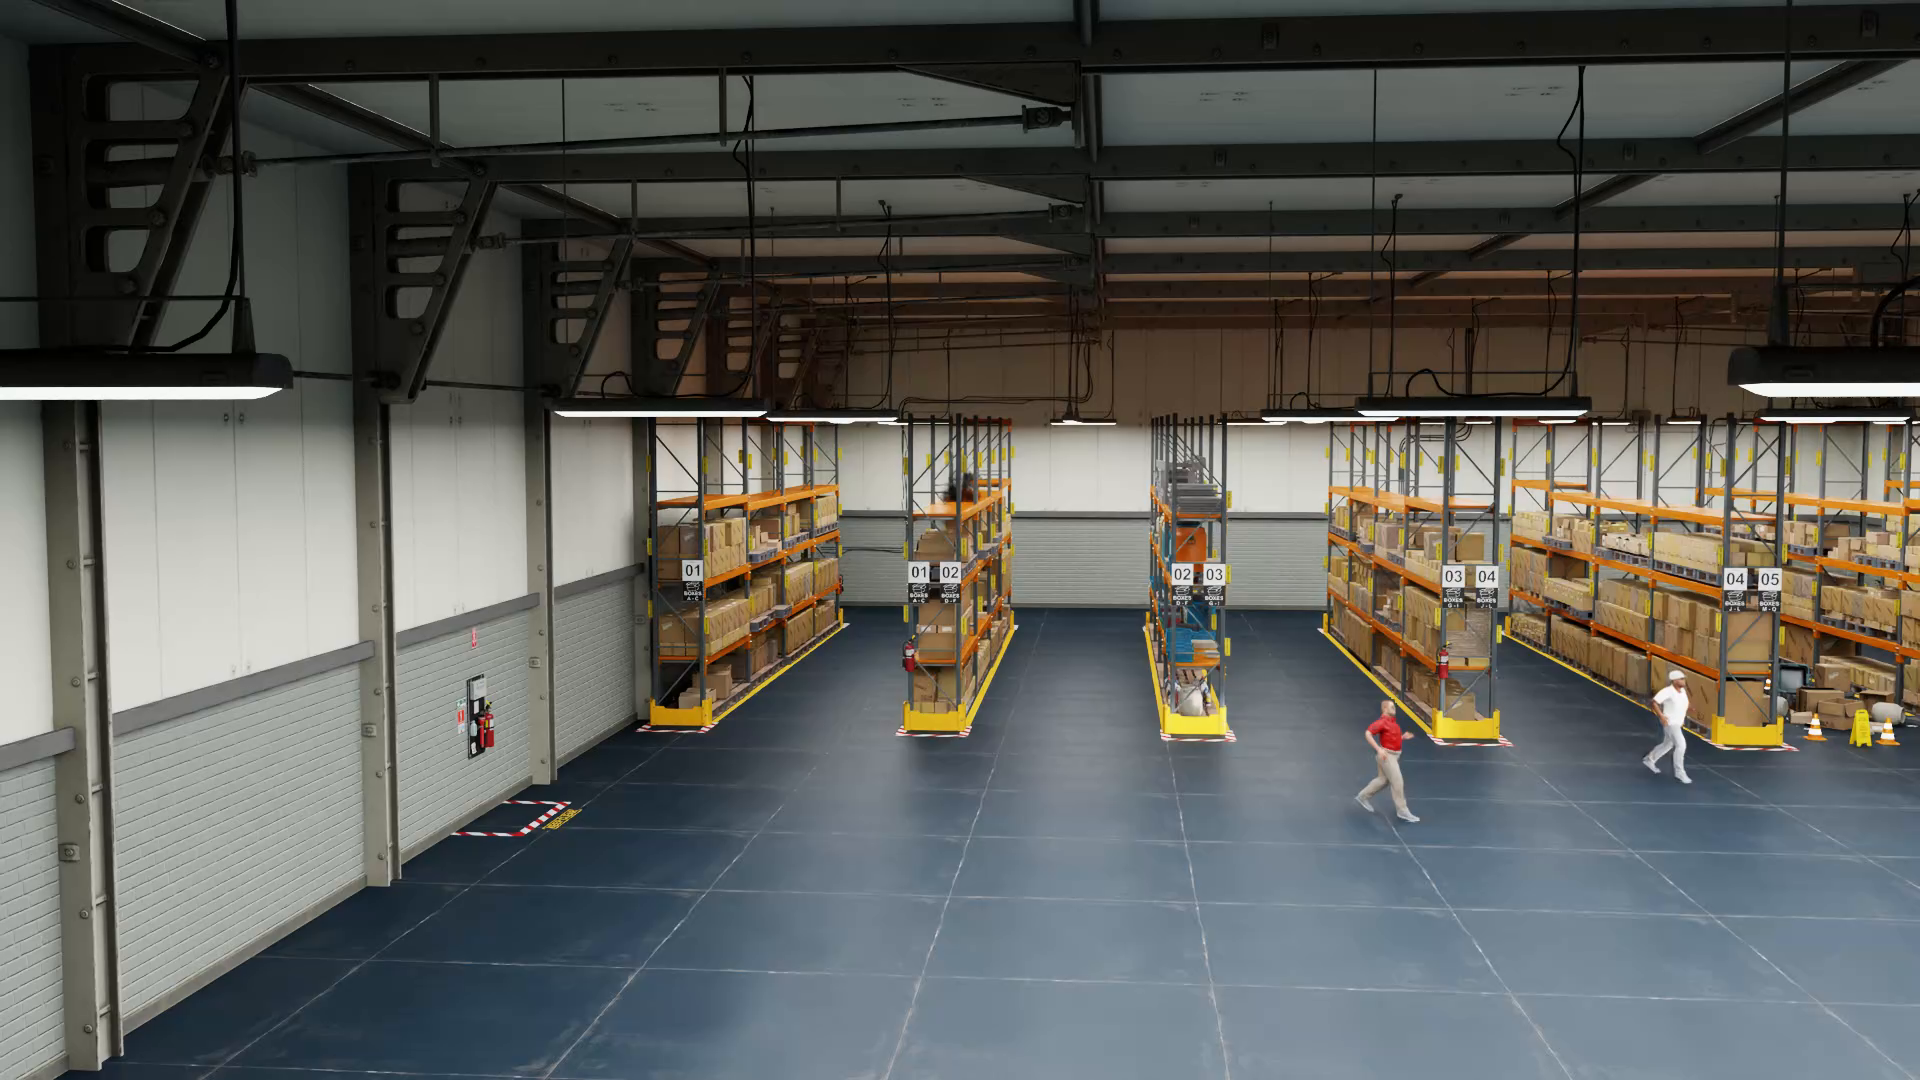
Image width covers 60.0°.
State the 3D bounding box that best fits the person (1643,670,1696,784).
[{"bbox_3d":[11.586,3.006,27.121,0.854,1.801,0.691,4,5,43],"label":"person"}]

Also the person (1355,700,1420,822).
[{"bbox_3d":[6.260,3.201,24.330,0.976,1.729,0.658,2,4,27],"label":"person"}]

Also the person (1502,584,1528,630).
[{"bbox_3d":[15.881,1.656,47.253,0.936,1.805,0.702,1,4,8],"label":"person"}]
